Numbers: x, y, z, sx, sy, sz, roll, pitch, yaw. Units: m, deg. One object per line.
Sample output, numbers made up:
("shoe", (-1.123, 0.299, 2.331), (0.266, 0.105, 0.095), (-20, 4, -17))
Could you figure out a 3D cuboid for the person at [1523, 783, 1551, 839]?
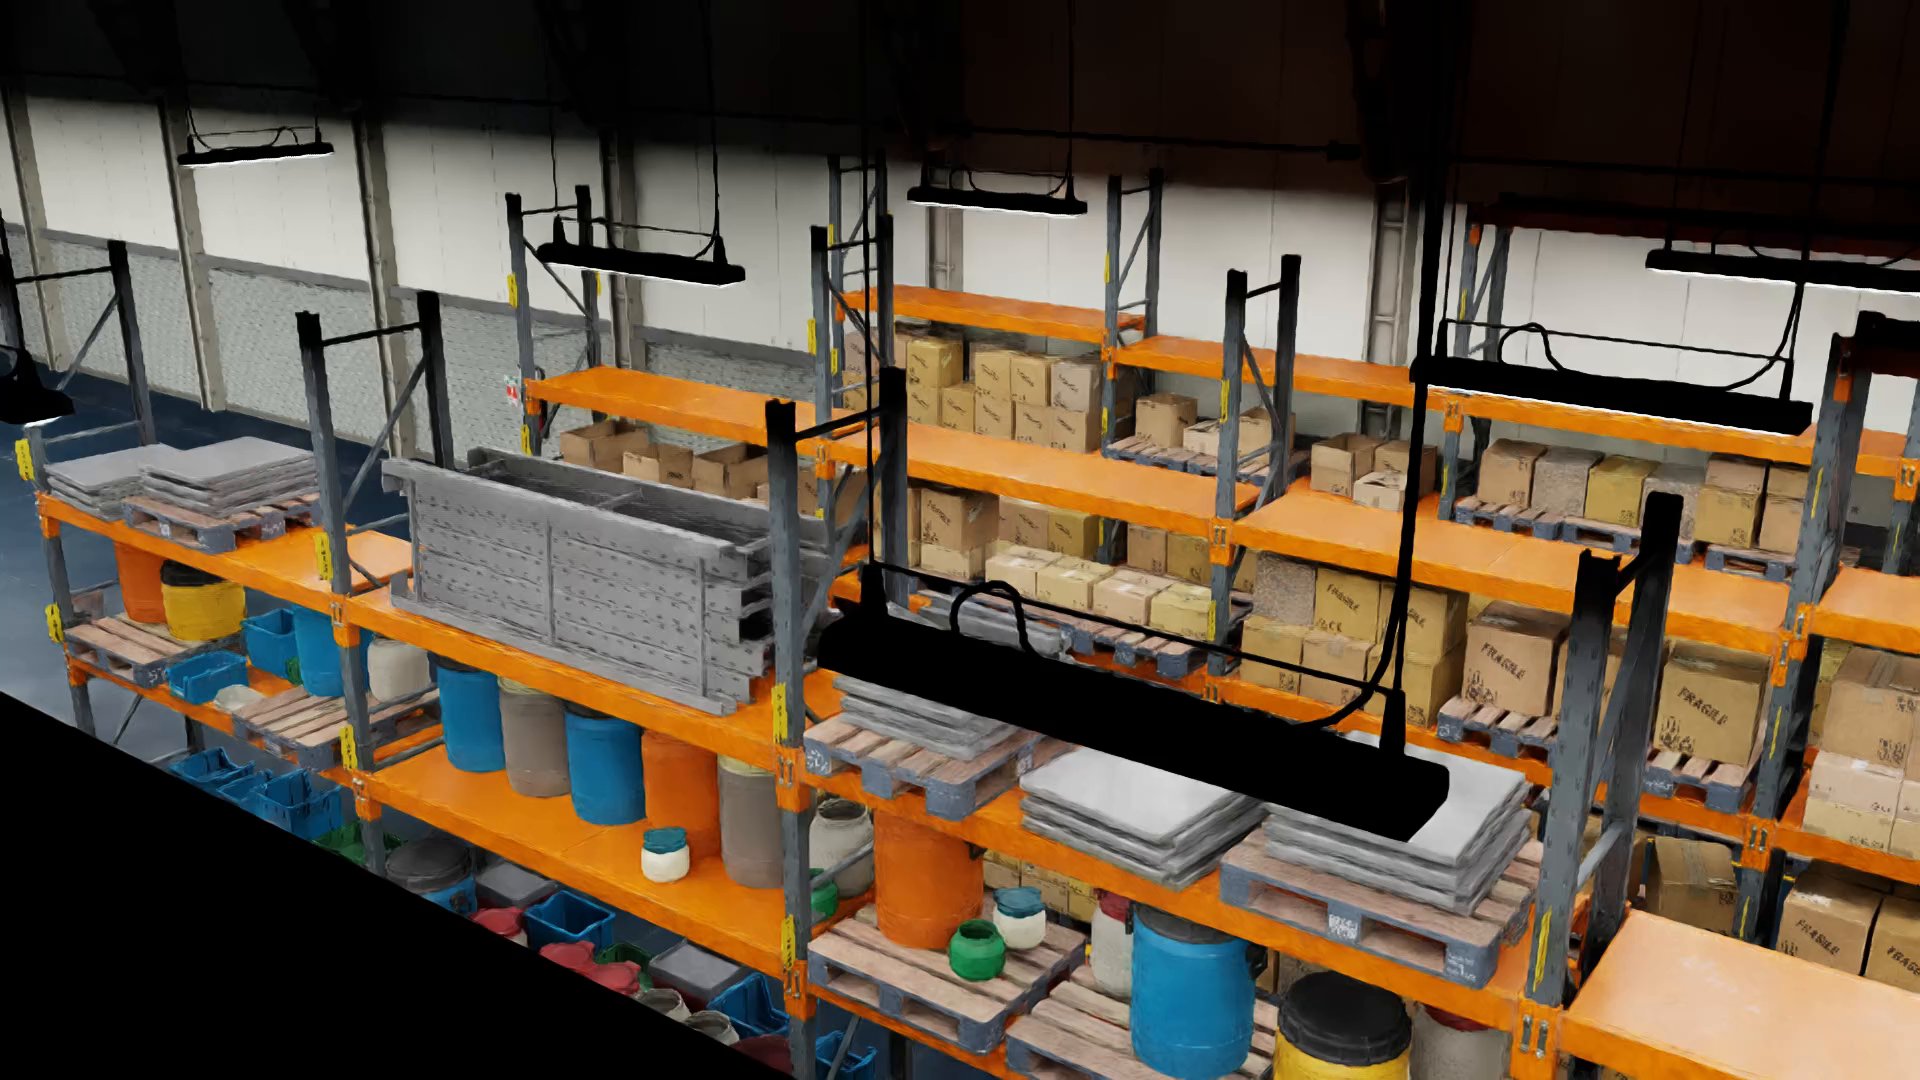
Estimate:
("person", (5.510, 2.329, 15.462), (1.043, 1.716, 0.583), (12, 22, 33))
